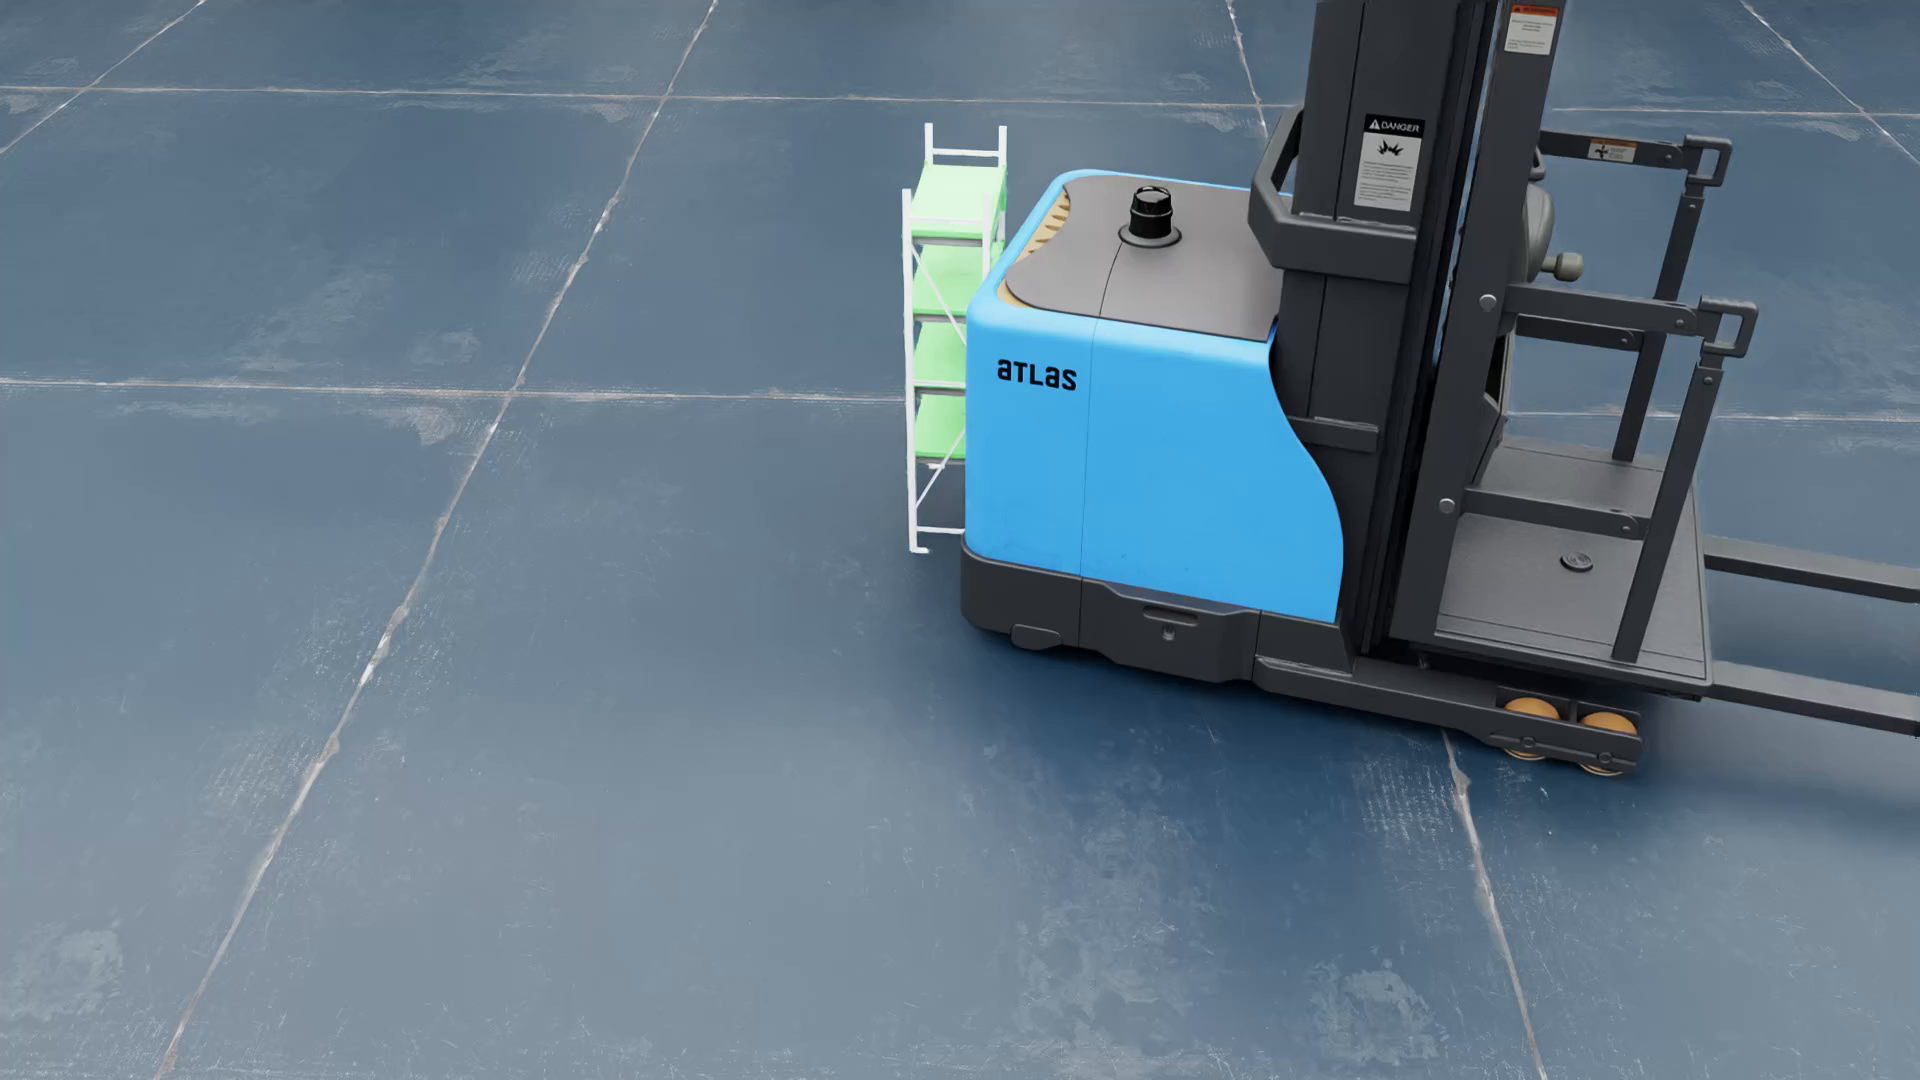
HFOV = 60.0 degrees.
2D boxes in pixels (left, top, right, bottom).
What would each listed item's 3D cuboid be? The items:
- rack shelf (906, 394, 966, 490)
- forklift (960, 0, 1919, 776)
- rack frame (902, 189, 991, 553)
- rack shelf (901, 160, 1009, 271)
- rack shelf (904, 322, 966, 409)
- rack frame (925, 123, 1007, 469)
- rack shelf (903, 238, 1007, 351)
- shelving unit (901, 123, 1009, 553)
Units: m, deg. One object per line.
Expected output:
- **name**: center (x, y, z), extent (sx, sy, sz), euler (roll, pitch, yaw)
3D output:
- **rack shelf**: center (-0.010, -0.342, 5.222), extent (0.258, 0.148, 0.480), euler (4, 35, 5)
- **forklift**: center (1.576, -0.924, 4.016), extent (3.031, 2.935, 1.130), euler (10, 36, 14)
- **rack frame**: center (-0.036, -0.451, 4.849), extent (0.240, 1.200, 0.015), euler (4, 35, 5)
- **rack shelf**: center (-0.010, -0.931, 4.808), extent (0.258, 0.148, 0.480), euler (4, 35, 5)
- **rack shelf**: center (-0.010, -0.538, 5.084), extent (0.258, 0.148, 0.480), euler (4, 35, 5)
- **rack frame**: center (0.017, -0.730, 5.246), extent (0.240, 1.200, 0.015), euler (4, 35, 5)
- **rack shelf**: center (-0.010, -0.735, 4.946), extent (0.258, 0.148, 0.480), euler (4, 35, 5)
- **shelving unit**: center (-0.010, -0.591, 5.047), extent (0.258, 1.200, 0.503), euler (4, 35, 5)
